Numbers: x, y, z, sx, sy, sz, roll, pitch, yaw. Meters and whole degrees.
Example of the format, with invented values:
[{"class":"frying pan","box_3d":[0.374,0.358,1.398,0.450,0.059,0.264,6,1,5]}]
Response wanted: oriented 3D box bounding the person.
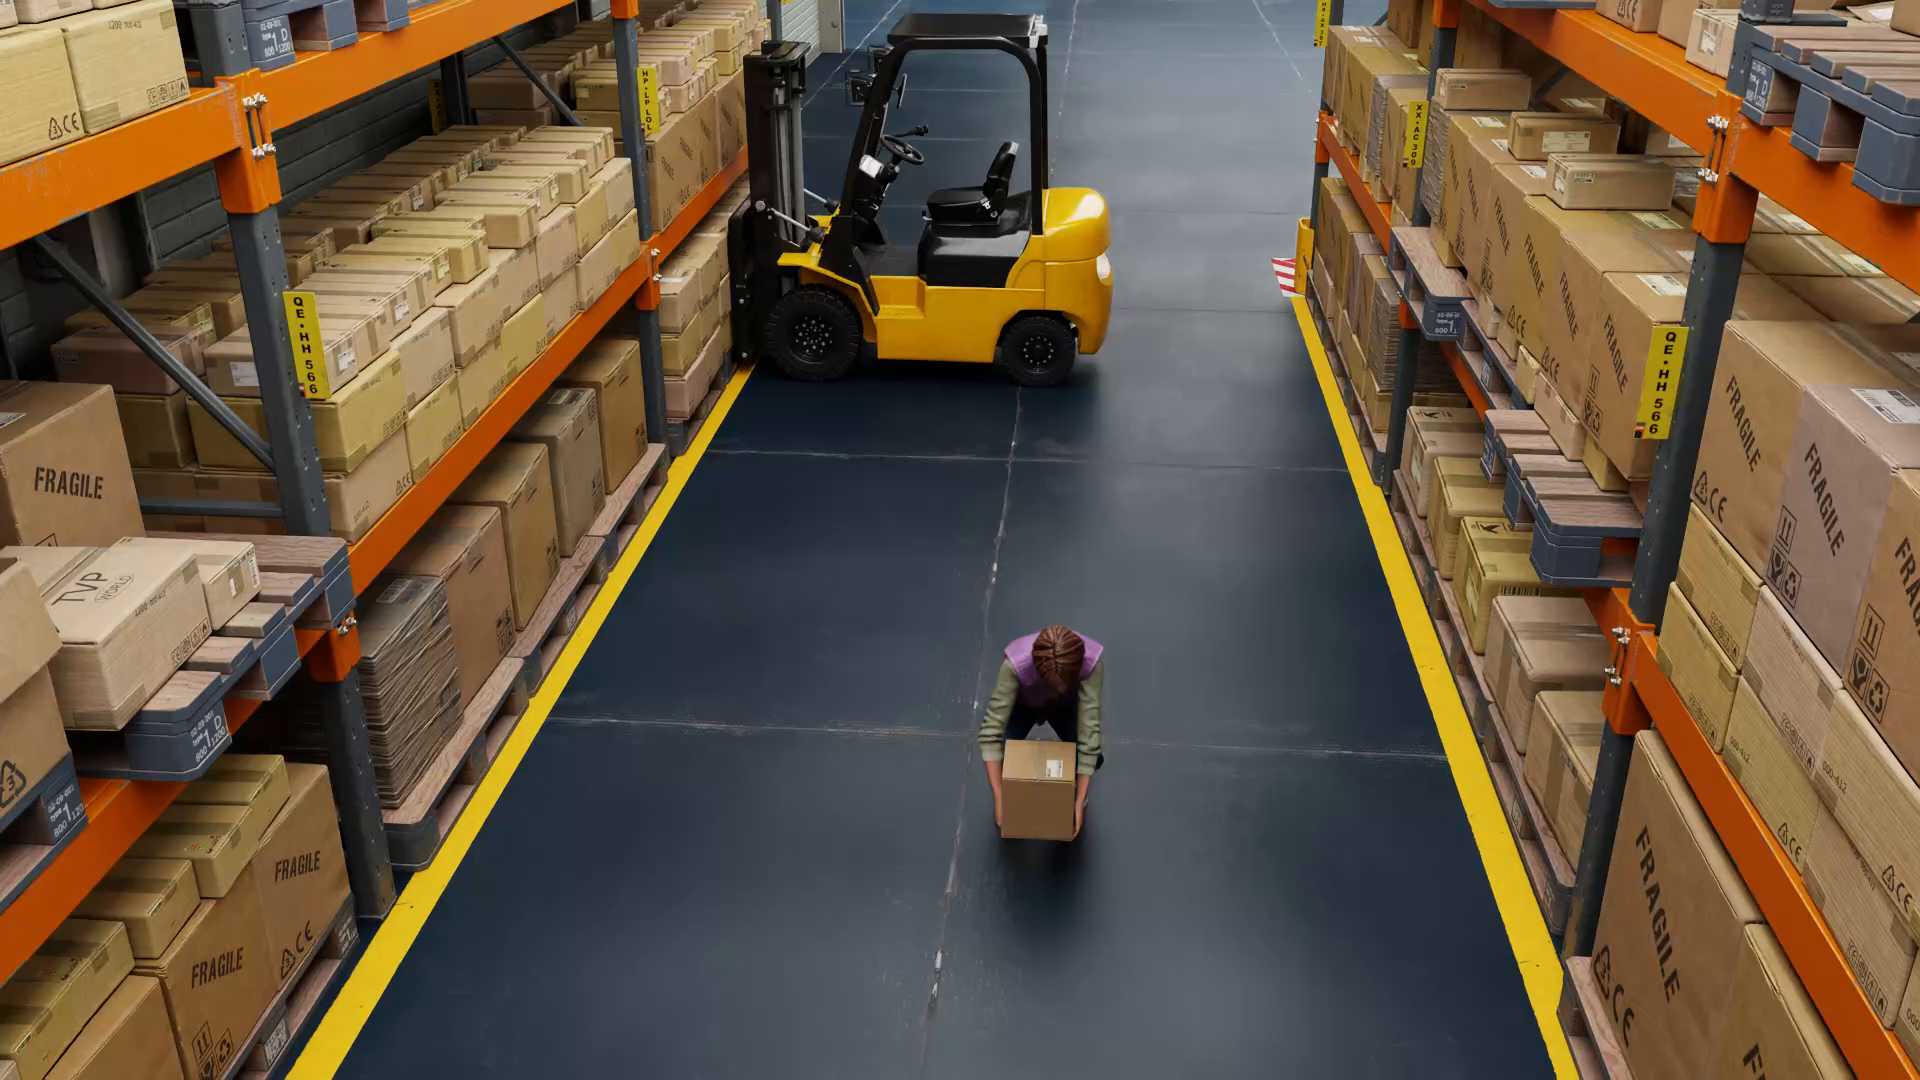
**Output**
[{"class":"person","box_3d":[0.305,0.639,6.103,0.453,0.880,0.808,2,25,4]}]
